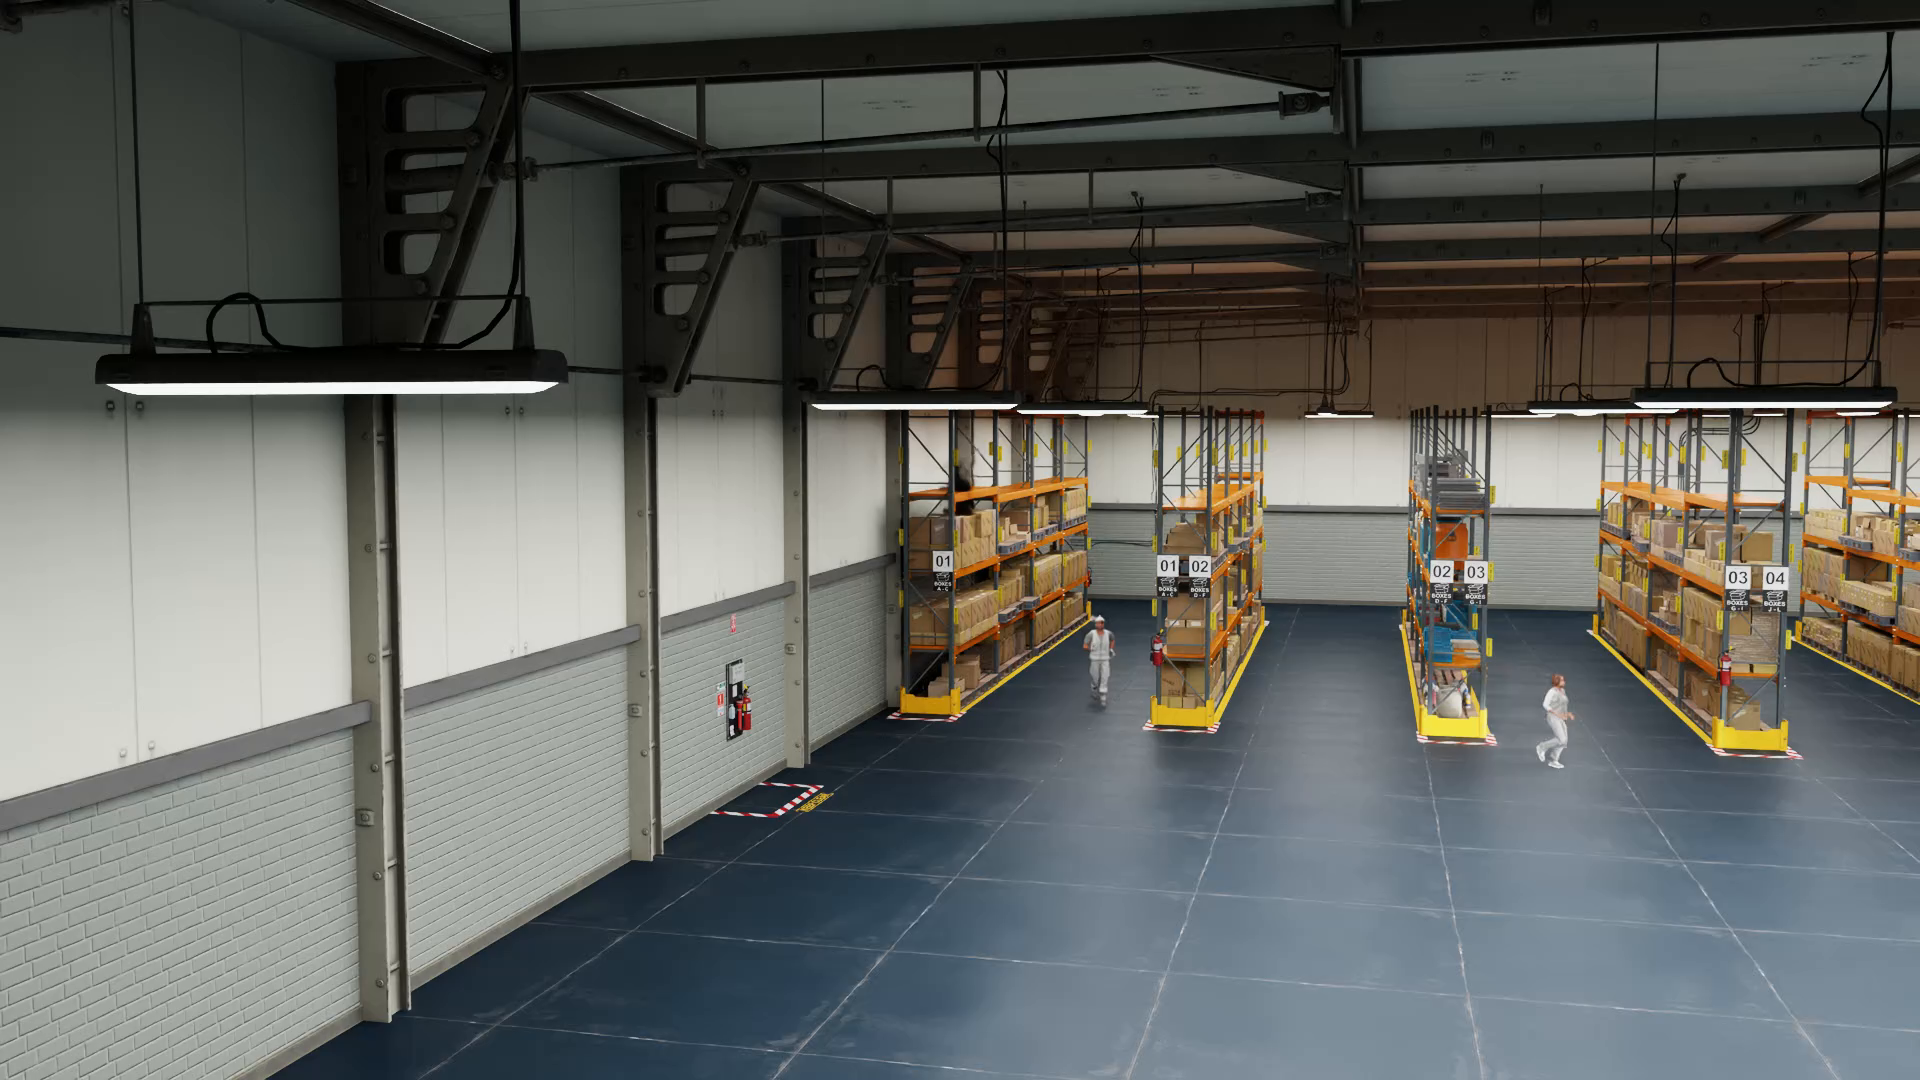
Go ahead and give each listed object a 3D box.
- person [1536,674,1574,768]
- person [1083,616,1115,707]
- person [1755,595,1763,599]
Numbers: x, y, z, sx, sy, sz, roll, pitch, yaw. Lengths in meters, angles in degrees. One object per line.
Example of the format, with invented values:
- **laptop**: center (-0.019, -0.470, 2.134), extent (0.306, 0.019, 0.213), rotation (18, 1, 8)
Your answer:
- **person**: center (9.815, 2.988, 27.432), extent (0.532, 1.534, 0.523), rotation (4, 6, 45)
- **person**: center (2.799, 2.403, 33.252), extent (0.658, 1.757, 1.023), rotation (0, 4, -3)
- **person**: center (20.568, 1.753, 43.552), extent (0.510, 1.707, 0.760), rotation (-2, 5, -31)
